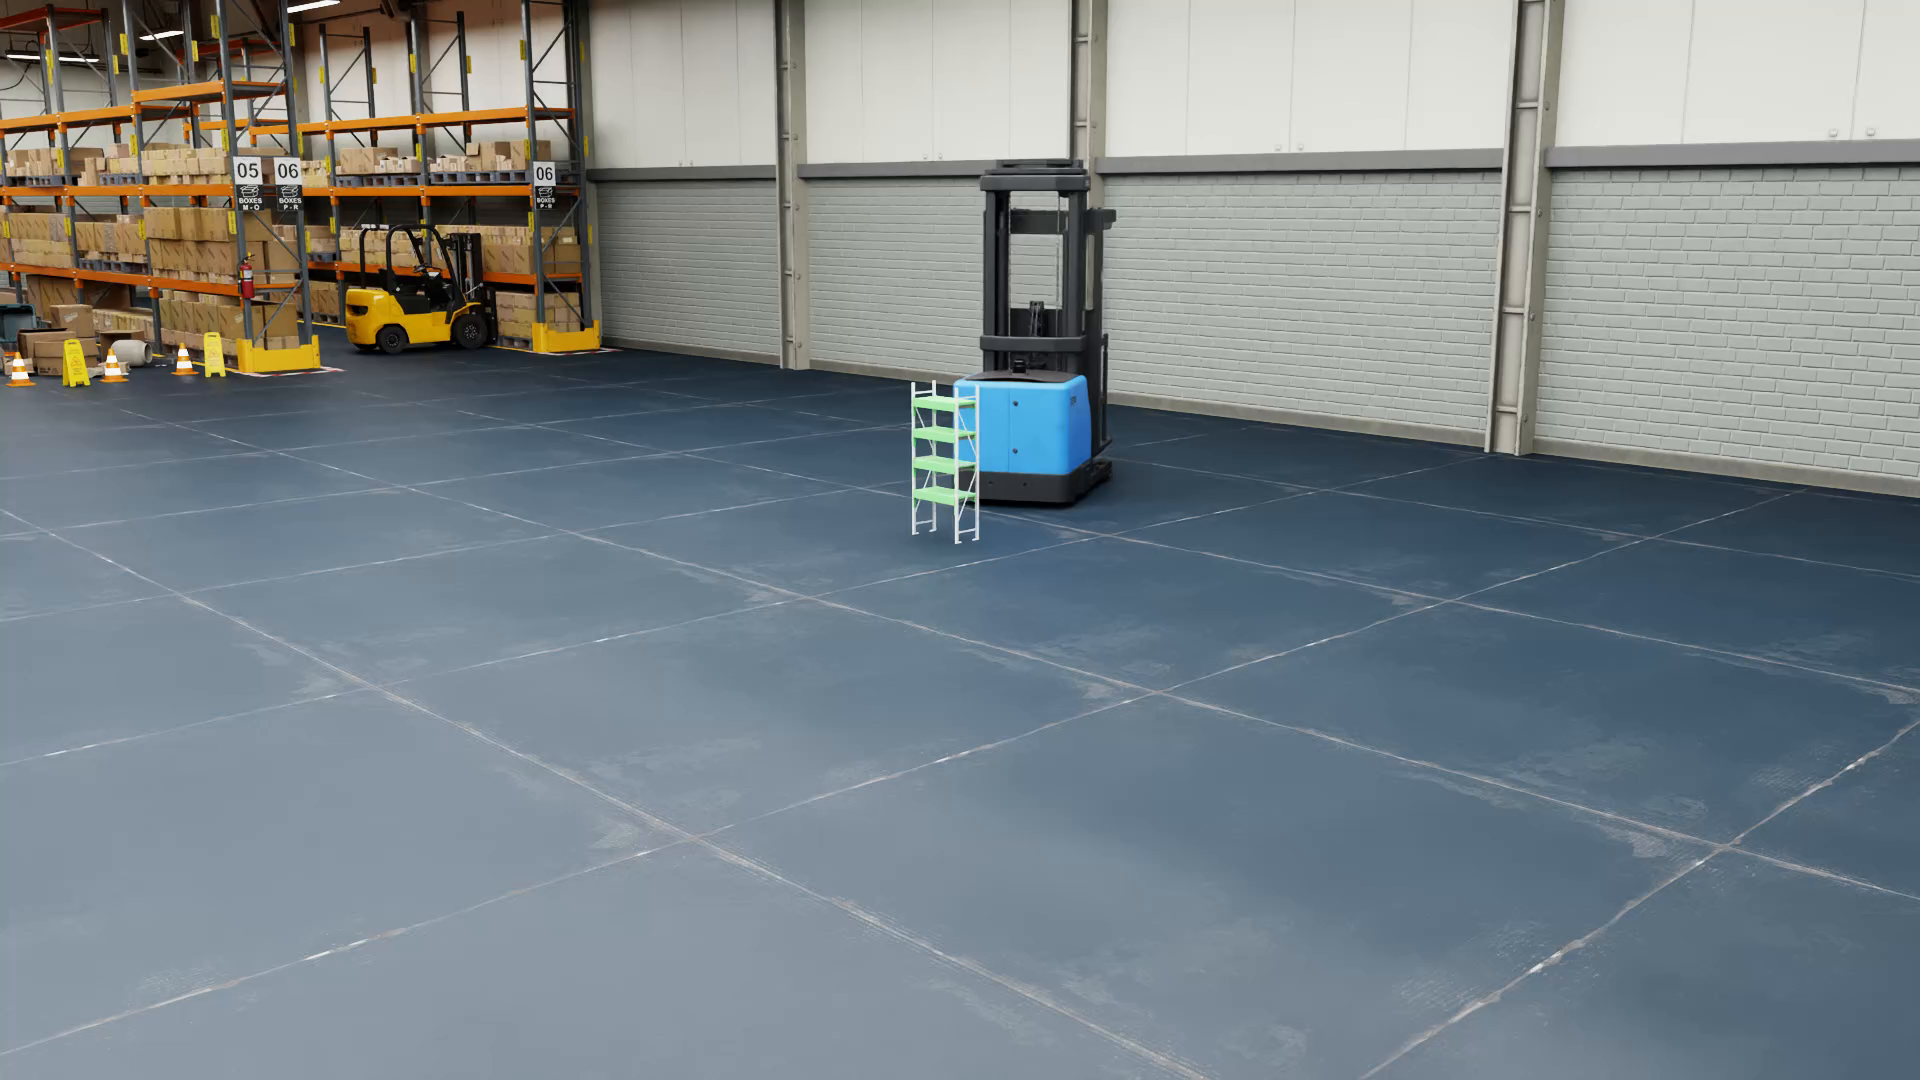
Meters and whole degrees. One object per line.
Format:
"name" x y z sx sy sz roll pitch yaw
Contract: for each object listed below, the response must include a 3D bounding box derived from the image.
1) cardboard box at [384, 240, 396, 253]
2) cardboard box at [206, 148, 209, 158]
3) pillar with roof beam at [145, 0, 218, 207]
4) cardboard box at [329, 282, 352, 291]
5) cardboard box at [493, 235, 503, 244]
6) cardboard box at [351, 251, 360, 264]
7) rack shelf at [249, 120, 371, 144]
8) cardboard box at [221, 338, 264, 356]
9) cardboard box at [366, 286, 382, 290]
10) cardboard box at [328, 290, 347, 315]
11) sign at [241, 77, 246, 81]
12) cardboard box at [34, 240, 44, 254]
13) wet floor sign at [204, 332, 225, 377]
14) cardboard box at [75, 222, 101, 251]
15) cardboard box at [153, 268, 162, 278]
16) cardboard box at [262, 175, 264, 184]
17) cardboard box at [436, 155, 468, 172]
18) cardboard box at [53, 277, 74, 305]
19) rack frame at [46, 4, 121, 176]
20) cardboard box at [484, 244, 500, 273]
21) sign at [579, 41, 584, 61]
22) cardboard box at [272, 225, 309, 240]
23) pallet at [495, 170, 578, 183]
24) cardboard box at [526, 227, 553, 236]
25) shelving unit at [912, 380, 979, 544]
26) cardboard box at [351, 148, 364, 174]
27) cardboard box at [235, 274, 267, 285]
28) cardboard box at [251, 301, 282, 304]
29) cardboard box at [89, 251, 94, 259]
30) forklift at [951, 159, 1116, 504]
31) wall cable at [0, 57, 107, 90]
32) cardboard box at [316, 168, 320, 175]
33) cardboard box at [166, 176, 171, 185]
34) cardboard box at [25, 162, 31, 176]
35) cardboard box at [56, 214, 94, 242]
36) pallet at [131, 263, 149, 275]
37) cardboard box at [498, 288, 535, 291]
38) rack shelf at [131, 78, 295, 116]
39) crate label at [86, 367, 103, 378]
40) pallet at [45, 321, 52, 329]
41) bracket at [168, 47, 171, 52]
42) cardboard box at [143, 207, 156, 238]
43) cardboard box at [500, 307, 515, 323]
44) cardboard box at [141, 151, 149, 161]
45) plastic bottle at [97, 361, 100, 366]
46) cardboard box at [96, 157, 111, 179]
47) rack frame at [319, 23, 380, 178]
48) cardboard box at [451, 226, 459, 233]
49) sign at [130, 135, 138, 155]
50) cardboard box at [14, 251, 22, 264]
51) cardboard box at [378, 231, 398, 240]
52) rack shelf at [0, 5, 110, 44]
"cardboard box" -10.866 -5.728 32.411 0.500 0.250 0.500 -10 16 -41
"cardboard box" -11.383 -5.961 25.626 0.380 0.149 0.250 -11 16 -42
"pillar with roof beam" -22.243 -9.979 39.049 9.100 9.000 0.548 -11 16 -43
"cardboard box" -12.919 -5.290 34.702 0.250 0.149 0.380 11 16 42
"cardboard box" -8.027 -5.315 29.419 0.250 0.149 0.380 11 16 43
"cardboard box" -11.922 -5.708 33.555 0.500 0.250 0.500 -11 16 -44
"rack shelf" -13.776 -8.636 35.304 1.077 0.370 4.000 -11 16 -43
"cardboard box" -11.227 -3.038 25.995 0.500 0.250 0.500 -11 16 -43
"cardboard box" -11.517 -4.810 33.668 0.875 0.625 0.625 -10 15 -41
"cardboard box" -12.843 -4.968 34.743 0.500 0.500 0.500 -10 15 -41
"sign" -15.563 -9.900 36.151 0.100 0.325 0.005 -11 16 -43
"cardboard box" -17.585 -5.691 32.232 0.500 0.250 0.500 11 16 43
"wet floor sign" -11.101 -2.765 24.732 0.267 0.644 0.232 -5 13 -23
"cardboard box" -15.839 -5.565 30.461 0.500 0.500 0.500 11 16 44
"cardboard box" -13.235 -4.465 27.771 0.380 0.149 0.250 -11 16 -43
"cardboard box" -10.698 -5.560 25.655 0.250 0.149 0.380 11 16 43
"cardboard box" -9.235 -6.895 30.445 0.500 0.311 0.500 -10 16 -41
"cardboard box" -17.012 -4.670 32.371 0.875 0.875 0.875 -11 16 -42
"rack frame" -15.983 -8.200 30.414 1.000 3.000 0.127 -11 16 -43
"cardboard box" -8.106 -5.023 29.610 0.500 0.500 0.500 -11 16 -44
"sign" -6.465 -8.337 28.368 0.100 0.325 0.005 -11 16 -43
"cardboard box" -14.628 -6.615 36.299 0.700 0.500 0.500 -11 16 -42
"pallet" -7.340 -6.320 28.937 1.003 0.211 1.213 -11 16 -43
"cardboard box" -7.270 -5.322 28.718 0.380 0.149 0.250 -11 16 -42
"shelving unit" -0.114 -0.612 12.908 0.258 1.200 0.503 -11 16 -43
"cardboard box" -11.650 -7.528 33.046 0.700 0.500 0.500 -11 16 -44
"cardboard box" -10.871 -3.996 25.498 0.380 0.149 0.250 -10 15 -41
"cardboard box" -11.196 -3.556 26.654 0.500 0.500 0.500 11 16 43
"cardboard box" -15.566 -5.179 30.198 0.250 0.149 0.380 10 16 41
"forklift" 0.812 -1.998 15.348 1.130 2.935 3.031 3 12 15
"wall cable" -23.053 -10.664 42.280 2.988 3.039 0.133 -11 16 -43
"cardboard box" -13.142 -7.646 34.540 0.380 0.149 0.250 -10 16 -41
"cardboard box" -12.647 -5.836 26.993 0.380 0.149 0.250 -10 15 -41
"cardboard box" -17.736 -7.140 31.990 0.396 0.266 0.258 -9 15 -38
"cardboard box" -16.529 -5.840 31.098 0.500 0.500 0.500 11 16 44
"pallet" -13.643 -4.716 28.845 1.003 0.211 1.213 -11 16 -43
"cardboard box" -8.100 -4.455 30.396 0.500 0.250 0.500 -11 16 -44
"rack shelf" -11.839 -6.971 26.237 1.077 0.370 4.000 -11 16 -43
"crate label" -12.844 -2.477 24.597 0.298 0.136 0.250 3 12 16
"pallet" -17.311 -4.200 32.774 1.003 0.211 1.213 -11 16 -43
"bracket" -19.673 -12.353 41.651 0.235 0.232 0.430 -11 16 -43
"cardboard box" -13.073 -5.268 27.586 0.700 0.500 0.500 -11 16 -43
"cardboard box" -7.771 -3.993 29.393 0.500 0.250 0.500 -11 16 -43
"cardboard box" -13.239 -6.324 27.384 0.380 0.149 0.250 -11 16 -44
"plastic bottle" -13.685 -2.790 26.300 0.133 0.061 0.283 -8 14 -33
"cardboard box" -14.909 -6.563 29.645 0.797 0.503 0.637 -11 16 -43
"rack frame" -12.395 -8.893 33.774 1.000 3.000 0.127 -11 16 -43
"cardboard box" -9.095 -5.682 30.463 0.380 0.149 0.250 -10 16 -41
"sign" -13.619 -6.516 27.413 0.100 0.325 0.005 -11 16 -43
"cardboard box" -18.632 -5.671 33.378 0.500 0.250 0.500 11 16 44
"cardboard box" -11.172 -5.966 32.583 0.250 0.149 0.380 11 16 44
"rack shelf" -17.364 -9.768 31.568 1.077 0.370 4.000 -11 16 -43
